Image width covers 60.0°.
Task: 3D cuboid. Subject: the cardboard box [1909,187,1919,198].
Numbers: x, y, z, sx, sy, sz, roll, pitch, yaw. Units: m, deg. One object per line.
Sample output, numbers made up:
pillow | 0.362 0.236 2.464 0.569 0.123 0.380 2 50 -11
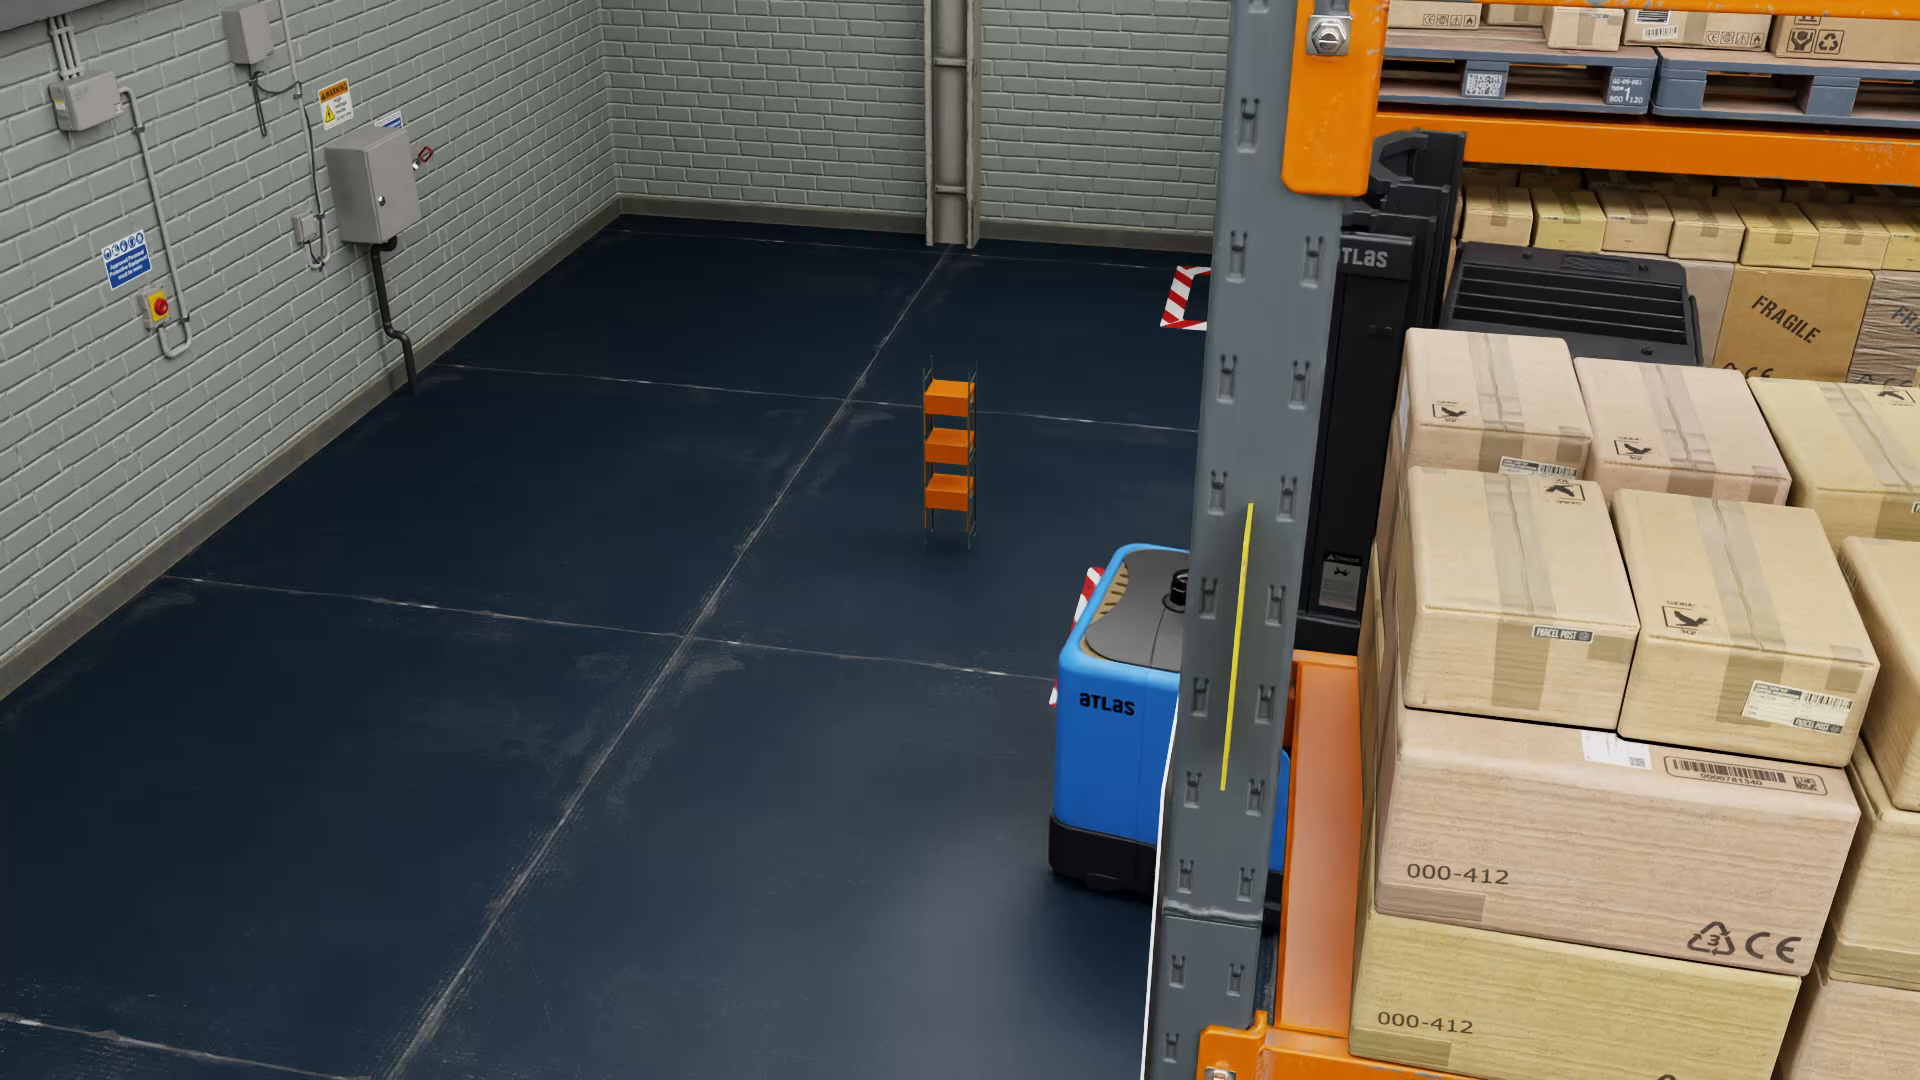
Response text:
cardboard box | 4.019 -1.405 6.872 0.250 0.149 0.380 5 29 9

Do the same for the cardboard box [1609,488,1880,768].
cardboard box | 0.939 0.096 2.047 0.250 0.149 0.380 7 29 13

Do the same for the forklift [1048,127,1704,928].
forklift | 1.931 0.104 6.009 3.031 2.935 1.130 9 30 17

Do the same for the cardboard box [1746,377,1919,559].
cardboard box | 1.282 -0.086 2.380 0.250 0.149 0.380 5 29 9

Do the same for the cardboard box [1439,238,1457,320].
cardboard box | 1.769 -1.068 6.933 0.500 0.500 0.500 5 29 9

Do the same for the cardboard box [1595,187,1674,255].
cardboard box | 2.679 -1.277 6.638 0.250 0.149 0.380 6 29 11

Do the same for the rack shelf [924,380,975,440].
rack shelf | -0.052 -0.705 8.877 0.240 0.259 0.215 6 29 11

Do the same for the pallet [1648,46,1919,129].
pallet | 3.283 -1.854 6.481 1.213 0.211 1.003 6 29 11

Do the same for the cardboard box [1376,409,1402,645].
cardboard box | 0.928 0.024 2.594 0.500 0.250 0.500 5 29 9

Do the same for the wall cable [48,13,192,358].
wall cable | -4.160 -1.782 8.290 0.123 1.953 0.585 6 29 11

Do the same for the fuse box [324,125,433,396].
fuse box | -3.579 -1.729 10.626 0.414 1.711 0.539 6 29 11

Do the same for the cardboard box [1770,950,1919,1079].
cardboard box | 1.324 0.537 2.178 0.500 0.250 0.500 7 29 12

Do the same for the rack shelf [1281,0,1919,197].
rack shelf | 2.380 -0.547 1.631 4.000 0.370 1.077 6 29 11

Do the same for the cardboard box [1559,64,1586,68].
cardboard box | 4.246 -3.171 10.983 0.500 0.500 0.500 7 29 12

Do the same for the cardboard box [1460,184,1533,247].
cardboard box | 2.150 -1.296 6.674 0.250 0.149 0.380 7 29 12

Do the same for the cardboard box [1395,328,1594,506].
cardboard box | 0.810 -0.182 2.555 0.250 0.149 0.380 6 29 10

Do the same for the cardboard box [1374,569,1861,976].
cardboard box | 0.809 0.265 2.155 0.500 0.250 0.500 6 29 11

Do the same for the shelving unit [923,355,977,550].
shelving unit | -0.052 -0.466 9.008 0.252 1.050 0.215 6 29 11

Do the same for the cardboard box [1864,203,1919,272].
cardboard box | 3.666 -1.173 6.448 0.250 0.149 0.380 5 29 9

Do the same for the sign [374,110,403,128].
sign | -3.678 -2.505 10.801 0.001 0.494 0.329 6 29 11

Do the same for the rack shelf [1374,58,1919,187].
rack shelf | 3.315 -1.567 6.615 4.000 0.370 1.077 6 29 11

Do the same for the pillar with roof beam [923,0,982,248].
pillar with roof beam | -0.956 -4.403 7.921 0.400 9.000 9.100 6 29 11

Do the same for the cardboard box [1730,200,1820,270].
cardboard box | 3.156 -1.194 6.486 0.250 0.149 0.380 5 29 9

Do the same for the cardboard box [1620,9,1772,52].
cardboard box | 2.812 -2.099 6.388 0.500 0.311 0.500 6 29 11

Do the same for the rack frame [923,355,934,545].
rack frame | -0.172 -0.478 9.030 0.008 1.050 0.200 6 29 11

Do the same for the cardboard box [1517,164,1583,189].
cardboard box | 2.513 -1.548 7.133 0.250 0.149 0.380 7 29 12

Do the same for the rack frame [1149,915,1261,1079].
rack frame | 0.424 1.567 3.264 0.127 3.000 1.000 6 29 11

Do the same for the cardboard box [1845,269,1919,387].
cardboard box | 3.757 -0.868 6.567 0.500 0.500 0.500 6 29 11

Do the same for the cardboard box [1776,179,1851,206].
cardboard box | 3.531 -1.449 6.952 0.250 0.149 0.380 6 29 11

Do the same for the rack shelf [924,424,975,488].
rack shelf | -0.052 -0.457 9.013 0.240 0.259 0.215 6 29 11

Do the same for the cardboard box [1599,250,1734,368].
cardboard box | 2.781 -0.972 6.756 0.500 0.500 0.500 6 29 10

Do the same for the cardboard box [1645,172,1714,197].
cardboard box | 3.011 -1.491 7.028 0.250 0.149 0.380 7 29 12

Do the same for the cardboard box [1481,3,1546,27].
cardboard box | 2.244 -2.194 6.731 0.250 0.149 0.380 4 29 7

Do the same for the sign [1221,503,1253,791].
sign | 0.311 0.123 1.868 0.005 0.325 0.100 6 29 11
